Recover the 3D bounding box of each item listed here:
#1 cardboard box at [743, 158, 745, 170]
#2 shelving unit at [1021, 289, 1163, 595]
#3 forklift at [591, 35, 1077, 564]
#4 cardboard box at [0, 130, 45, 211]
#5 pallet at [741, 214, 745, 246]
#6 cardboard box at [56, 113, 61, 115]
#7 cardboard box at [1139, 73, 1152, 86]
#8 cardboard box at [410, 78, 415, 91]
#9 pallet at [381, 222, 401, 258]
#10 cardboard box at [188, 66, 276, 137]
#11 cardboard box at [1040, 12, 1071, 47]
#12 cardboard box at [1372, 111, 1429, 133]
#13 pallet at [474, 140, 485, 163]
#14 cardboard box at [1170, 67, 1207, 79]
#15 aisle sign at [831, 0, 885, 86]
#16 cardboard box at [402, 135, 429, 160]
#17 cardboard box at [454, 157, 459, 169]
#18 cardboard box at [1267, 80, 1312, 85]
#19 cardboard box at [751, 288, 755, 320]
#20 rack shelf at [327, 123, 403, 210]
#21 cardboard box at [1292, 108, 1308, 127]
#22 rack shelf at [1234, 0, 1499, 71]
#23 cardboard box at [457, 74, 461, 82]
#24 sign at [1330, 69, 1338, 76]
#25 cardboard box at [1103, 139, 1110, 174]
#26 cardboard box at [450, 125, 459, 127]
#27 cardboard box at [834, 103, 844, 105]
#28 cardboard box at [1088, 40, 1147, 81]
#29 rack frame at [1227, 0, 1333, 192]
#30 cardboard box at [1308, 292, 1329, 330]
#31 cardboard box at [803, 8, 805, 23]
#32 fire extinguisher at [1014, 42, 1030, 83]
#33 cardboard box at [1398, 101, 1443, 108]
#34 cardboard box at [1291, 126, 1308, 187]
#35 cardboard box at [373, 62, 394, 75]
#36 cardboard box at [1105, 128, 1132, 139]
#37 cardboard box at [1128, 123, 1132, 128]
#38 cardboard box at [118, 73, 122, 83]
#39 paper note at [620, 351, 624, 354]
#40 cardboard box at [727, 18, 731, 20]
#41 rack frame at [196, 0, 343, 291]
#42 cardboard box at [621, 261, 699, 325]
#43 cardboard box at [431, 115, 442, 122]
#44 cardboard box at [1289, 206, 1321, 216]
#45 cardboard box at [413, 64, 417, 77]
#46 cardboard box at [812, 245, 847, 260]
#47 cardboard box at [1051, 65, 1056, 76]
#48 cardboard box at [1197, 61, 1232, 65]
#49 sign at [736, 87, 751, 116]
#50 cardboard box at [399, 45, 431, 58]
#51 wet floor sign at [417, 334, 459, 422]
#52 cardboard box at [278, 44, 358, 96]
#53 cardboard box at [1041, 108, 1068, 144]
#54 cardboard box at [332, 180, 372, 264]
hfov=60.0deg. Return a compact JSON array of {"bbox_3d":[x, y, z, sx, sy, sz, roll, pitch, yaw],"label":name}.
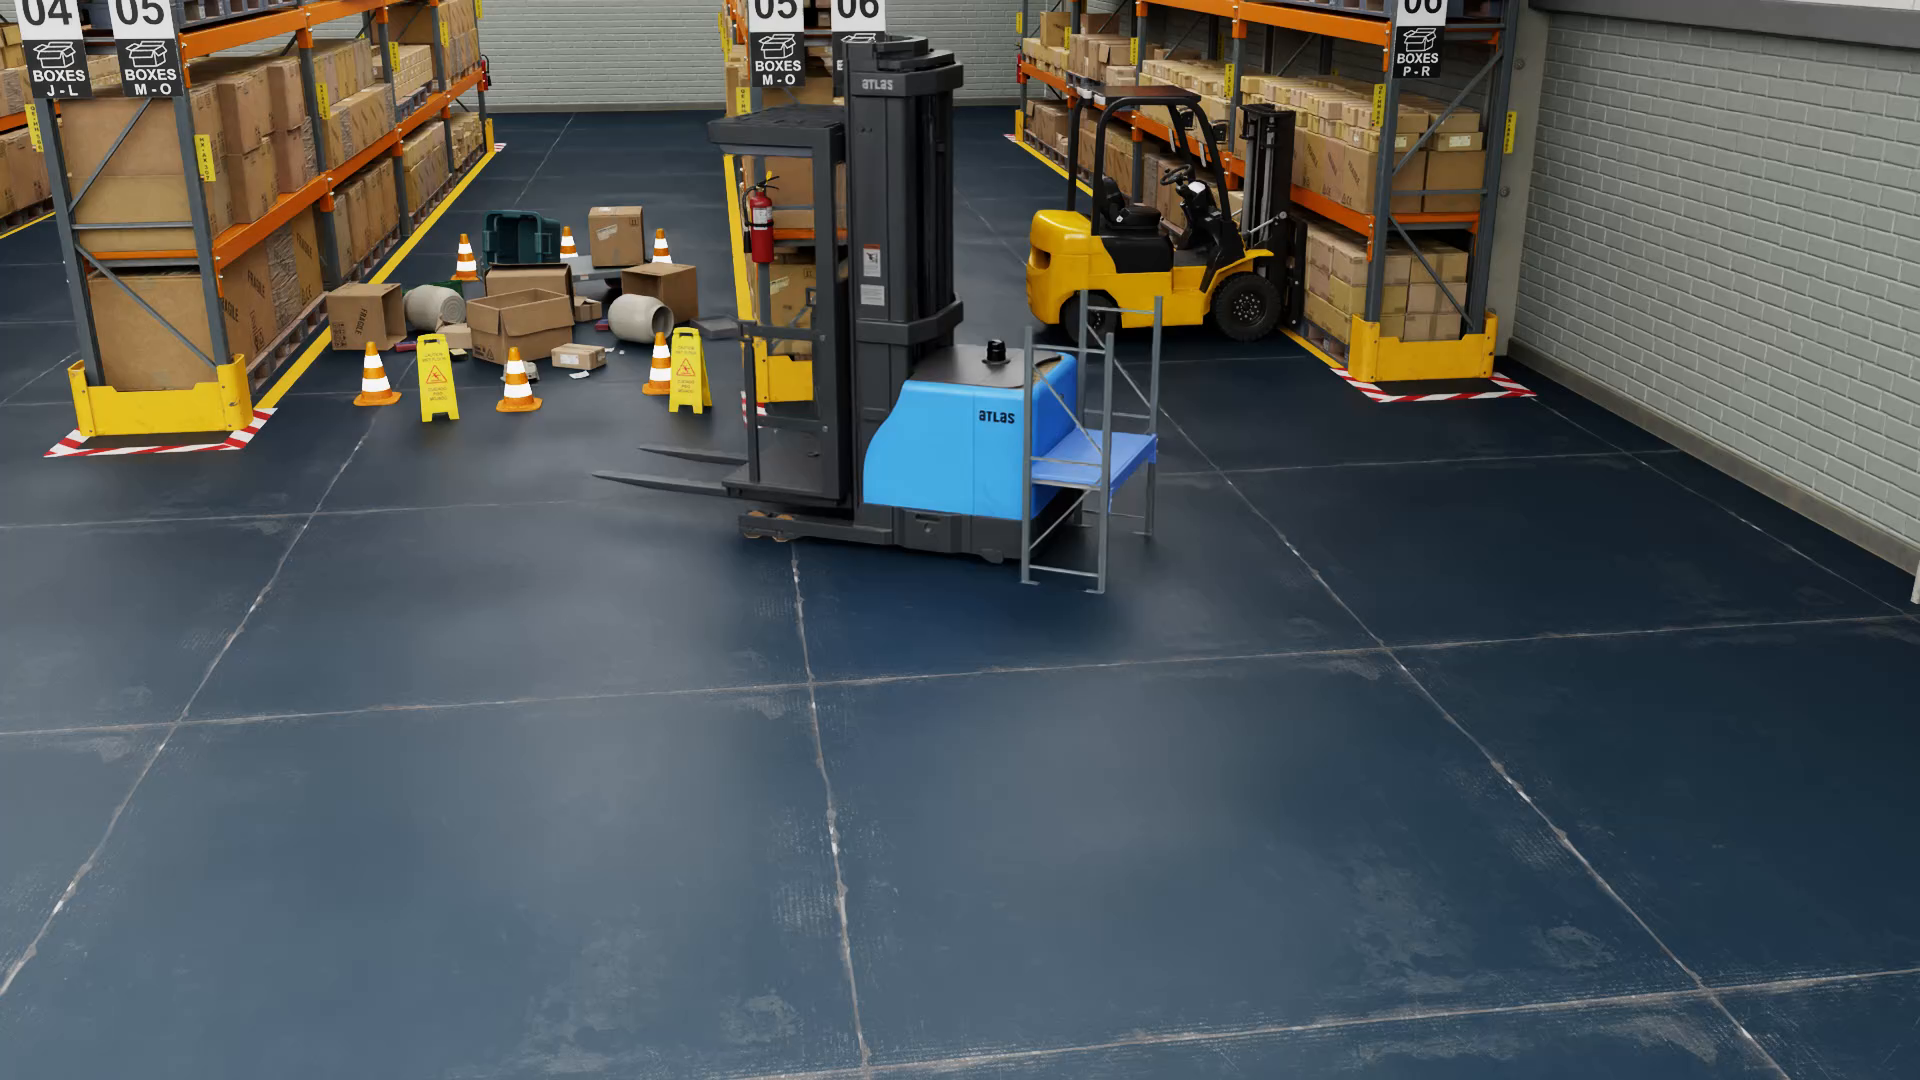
[{"bbox_3d":[-1.914,-3.689,16.166,0.380,0.149,0.250,-3,21,-8],"label":"cardboard box"},{"bbox_3d":[0.773,-0.595,9.666,0.538,1.500,1.048,8,22,20],"label":"shelving unit"},{"bbox_3d":[-0.840,-1.526,10.112,3.031,2.935,1.130,7,22,18],"label":"forklift"},{"bbox_3d":[-12.225,-4.568,20.595,1.225,0.875,0.875,-3,21,-8],"label":"cardboard box"},{"bbox_3d":[-2.107,-3.740,19.929,1.003,0.211,1.213,-3,21,-8],"label":"pallet"},{"bbox_3d":[-12.617,-5.636,23.456,0.875,0.875,0.875,-3,21,-8],"label":"cardboard box"},{"bbox_3d":[2.490,-5.566,20.330,0.500,0.250,0.500,-3,21,-8],"label":"cardboard box"},{"bbox_3d":[-7.196,-5.826,21.286,0.380,0.149,0.250,-4,21,-10],"label":"cardboard box"},{"bbox_3d":[-7.063,-3.450,19.150,1.003,0.211,1.213,-3,21,-8],"label":"pallet"},{"bbox_3d":[-6.370,-3.716,14.120,0.875,0.550,0.550,-3,21,-8],"label":"cardboard box"},{"bbox_3d":[1.555,-8.069,26.251,0.500,0.500,0.500,-2,21,-6],"label":"cardboard box"},{"bbox_3d":[3.586,-3.402,13.544,0.380,0.149,0.250,-3,21,-8],"label":"cardboard box"},{"bbox_3d":[-8.162,-6.187,26.479,1.003,0.211,1.213,-3,21,-8],"label":"pallet"},{"bbox_3d":[2.666,-5.439,19.421,0.380,0.149,0.250,-3,21,-7],"label":"cardboard box"},{"bbox_3d":[-0.749,-3.759,12.279,0.394,0.787,0.004,-3,21,-8],"label":"aisle sign"},{"bbox_3d":[-7.094,-5.008,21.239,0.500,0.250,0.500,-3,21,-7],"label":"cardboard box"},{"bbox_3d":[-7.413,-5.421,23.918,0.380,0.149,0.250,-4,21,-10],"label":"cardboard box"},{"bbox_3d":[3.195,-4.375,16.147,0.380,0.149,0.250,-3,21,-9],"label":"cardboard box"},{"bbox_3d":[-1.596,-2.083,14.836,0.500,0.250,0.500,-4,21,-10],"label":"cardboard box"},{"bbox_3d":[-6.814,-4.003,17.675,1.077,0.370,4.000,-3,21,-8],"label":"rack shelf"},{"bbox_3d":[3.258,-3.875,15.233,0.380,0.149,0.250,-3,21,-9],"label":"cardboard box"},{"bbox_3d":[3.558,-4.560,14.878,1.077,0.370,4.000,-3,21,-8],"label":"rack shelf"},{"bbox_3d":[-7.634,-6.868,24.676,0.380,0.149,0.250,-2,21,-5],"label":"cardboard box"},{"bbox_3d":[3.819,-4.655,17.042,0.100,0.325,0.005,-3,21,-8],"label":"sign"},{"bbox_3d":[2.186,-5.264,22.995,0.500,0.500,0.500,-4,21,-10],"label":"cardboard box"},{"bbox_3d":[-7.727,-6.142,24.998,0.380,0.149,0.250,-4,21,-10],"label":"cardboard box"},{"bbox_3d":[-1.251,-3.799,15.533,0.500,0.500,0.500,-2,21,-6],"label":"cardboard box"},{"bbox_3d":[2.153,-6.568,22.770,0.700,0.500,0.500,-3,21,-8],"label":"cardboard box"},{"bbox_3d":[3.270,-4.184,17.131,1.000,3.000,0.127,-3,21,-8],"label":"rack frame"},{"bbox_3d":[3.403,-2.027,14.686,0.500,0.250,0.500,-3,21,-8],"label":"cardboard box"},{"bbox_3d":[-1.437,-4.214,13.283,0.380,0.149,0.250,-3,21,-7],"label":"cardboard box"},{"bbox_3d":[1.061,-8.155,28.408,0.296,0.674,0.183,-3,21,-8],"label":"fire extinguisher"},{"bbox_3d":[3.932,-3.686,14.302,0.380,0.149,0.250,-3,21,-7],"label":"cardboard box"},{"bbox_3d":[3.292,-3.534,15.248,0.500,0.500,0.500,-3,21,-7],"label":"cardboard box"},{"bbox_3d":[-7.018,-5.653,19.973,0.380,0.149,0.250,-3,21,-9],"label":"cardboard box"},{"bbox_3d":[2.223,-5.605,22.981,0.380,0.149,0.250,-3,21,-8],"label":"cardboard box"},{"bbox_3d":[2.591,-5.811,23.532,0.380,0.149,0.250,-2,21,-6],"label":"cardboard box"},{"bbox_3d":[-12.581,-6.834,24.585,0.380,0.149,0.250,-3,21,-7],"label":"cardboard box"},{"bbox_3d":[-2.973,-1.651,14.622,0.032,0.001,0.123,-3,21,-8],"label":"paper note"},{"bbox_3d":[-2.915,-6.876,22.767,0.500,0.500,0.500,-3,21,-8],"label":"cardboard box"},{"bbox_3d":[-6.525,-3.648,15.695,1.000,3.000,0.127,-3,21,-8],"label":"rack frame"},{"bbox_3d":[-2.834,-2.323,15.717,0.500,0.500,0.500,12,24,29],"label":"cardboard box"},{"bbox_3d":[-8.357,-6.654,26.370,0.380,0.149,0.250,-3,21,-7],"label":"cardboard box"},{"bbox_3d":[3.176,-3.028,15.938,0.500,0.250,0.500,-2,21,-6],"label":"cardboard box"},{"bbox_3d":[-7.232,-6.052,21.466,0.380,0.149,0.250,-3,21,-8],"label":"cardboard box"},{"bbox_3d":[-0.991,-2.290,14.317,0.500,0.500,0.500,-4,21,-10],"label":"cardboard box"},{"bbox_3d":[1.624,-7.291,25.809,0.380,0.149,0.250,-3,21,-9],"label":"cardboard box"},{"bbox_3d":[3.088,-5.732,20.207,0.380,0.149,0.250,-2,21,-6],"label":"cardboard box"},{"bbox_3d":[-1.617,-3.217,12.435,0.100,0.325,0.005,-3,21,-8],"label":"sign"},{"bbox_3d":[-7.428,-6.646,22.632,0.380,0.149,0.250,-2,21,-5],"label":"cardboard box"},{"bbox_3d":[-3.985,-1.250,12.640,0.267,0.644,0.232,-7,21,-17],"label":"wet floor sign"},{"bbox_3d":[-6.897,-5.039,17.849,0.700,0.500,0.500,-3,21,-9],"label":"cardboard box"},{"bbox_3d":[1.596,-6.662,26.738,0.500,0.500,0.500,-3,21,-7],"label":"cardboard box"},{"bbox_3d":[-6.839,-3.335,17.474,1.050,0.750,0.750,-3,21,-8],"label":"cardboard box"}]
